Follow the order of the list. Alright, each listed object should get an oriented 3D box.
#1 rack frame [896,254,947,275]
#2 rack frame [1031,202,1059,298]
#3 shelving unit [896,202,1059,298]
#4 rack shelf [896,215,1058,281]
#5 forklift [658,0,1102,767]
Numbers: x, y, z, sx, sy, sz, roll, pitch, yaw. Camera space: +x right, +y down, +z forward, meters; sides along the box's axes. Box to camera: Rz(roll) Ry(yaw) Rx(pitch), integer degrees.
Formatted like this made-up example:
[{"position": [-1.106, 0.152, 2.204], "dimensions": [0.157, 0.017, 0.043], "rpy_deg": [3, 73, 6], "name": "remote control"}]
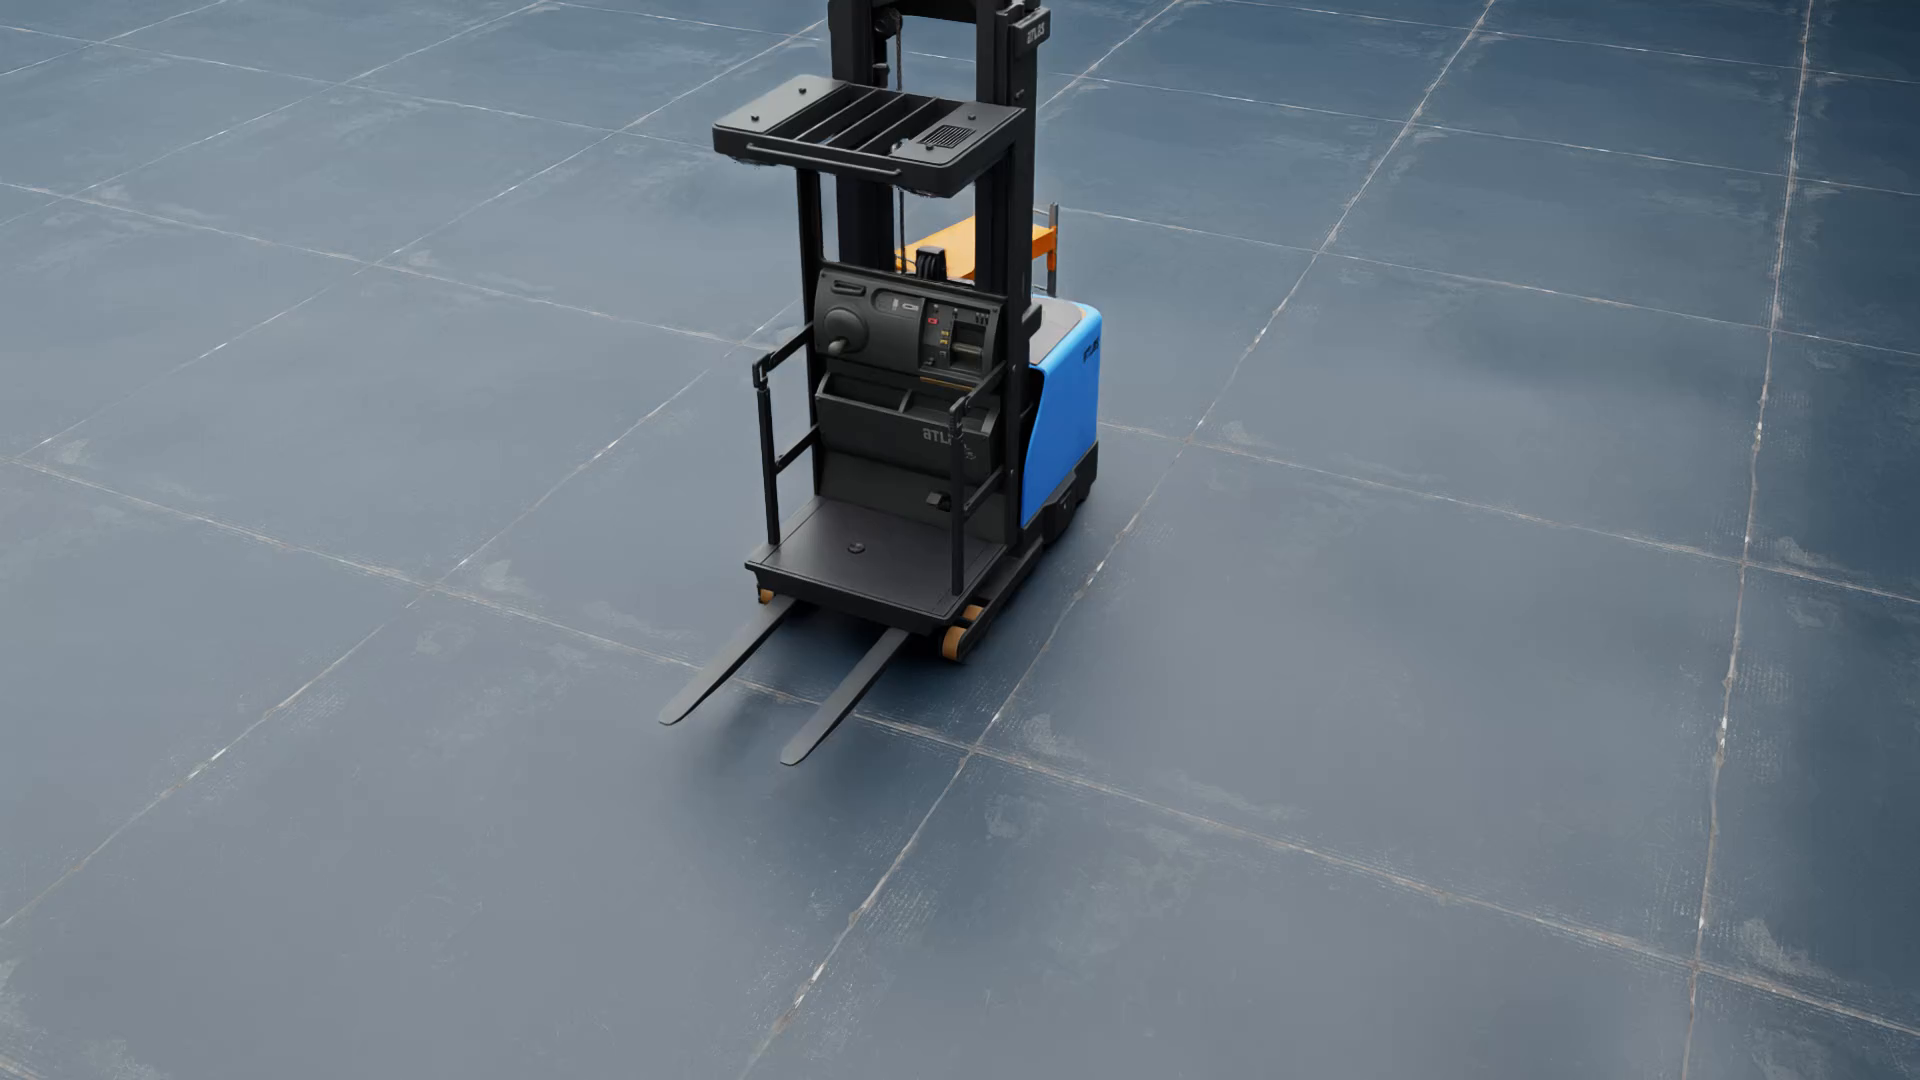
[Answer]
[{"position": [-0.274, -1.142, 9.465], "dimensions": [0.500, 1.125, 0.032], "rpy_deg": [24, 40, 32], "name": "rack frame"}, {"position": [0.374, -1.571, 10.120], "dimensions": [0.500, 1.125, 0.032], "rpy_deg": [24, 40, 32], "name": "rack frame"}, {"position": [0.050, -1.356, 9.793], "dimensions": [0.538, 1.125, 1.048], "rpy_deg": [24, 40, 32], "name": "shelving unit"}, {"position": [0.050, -1.601, 9.632], "dimensions": [0.538, 0.278, 1.000], "rpy_deg": [24, 40, 32], "name": "rack shelf"}, {"position": [-0.342, -0.927, 7.490], "dimensions": [1.130, 2.935, 3.031], "rpy_deg": [15, 36, 21], "name": "forklift"}]
